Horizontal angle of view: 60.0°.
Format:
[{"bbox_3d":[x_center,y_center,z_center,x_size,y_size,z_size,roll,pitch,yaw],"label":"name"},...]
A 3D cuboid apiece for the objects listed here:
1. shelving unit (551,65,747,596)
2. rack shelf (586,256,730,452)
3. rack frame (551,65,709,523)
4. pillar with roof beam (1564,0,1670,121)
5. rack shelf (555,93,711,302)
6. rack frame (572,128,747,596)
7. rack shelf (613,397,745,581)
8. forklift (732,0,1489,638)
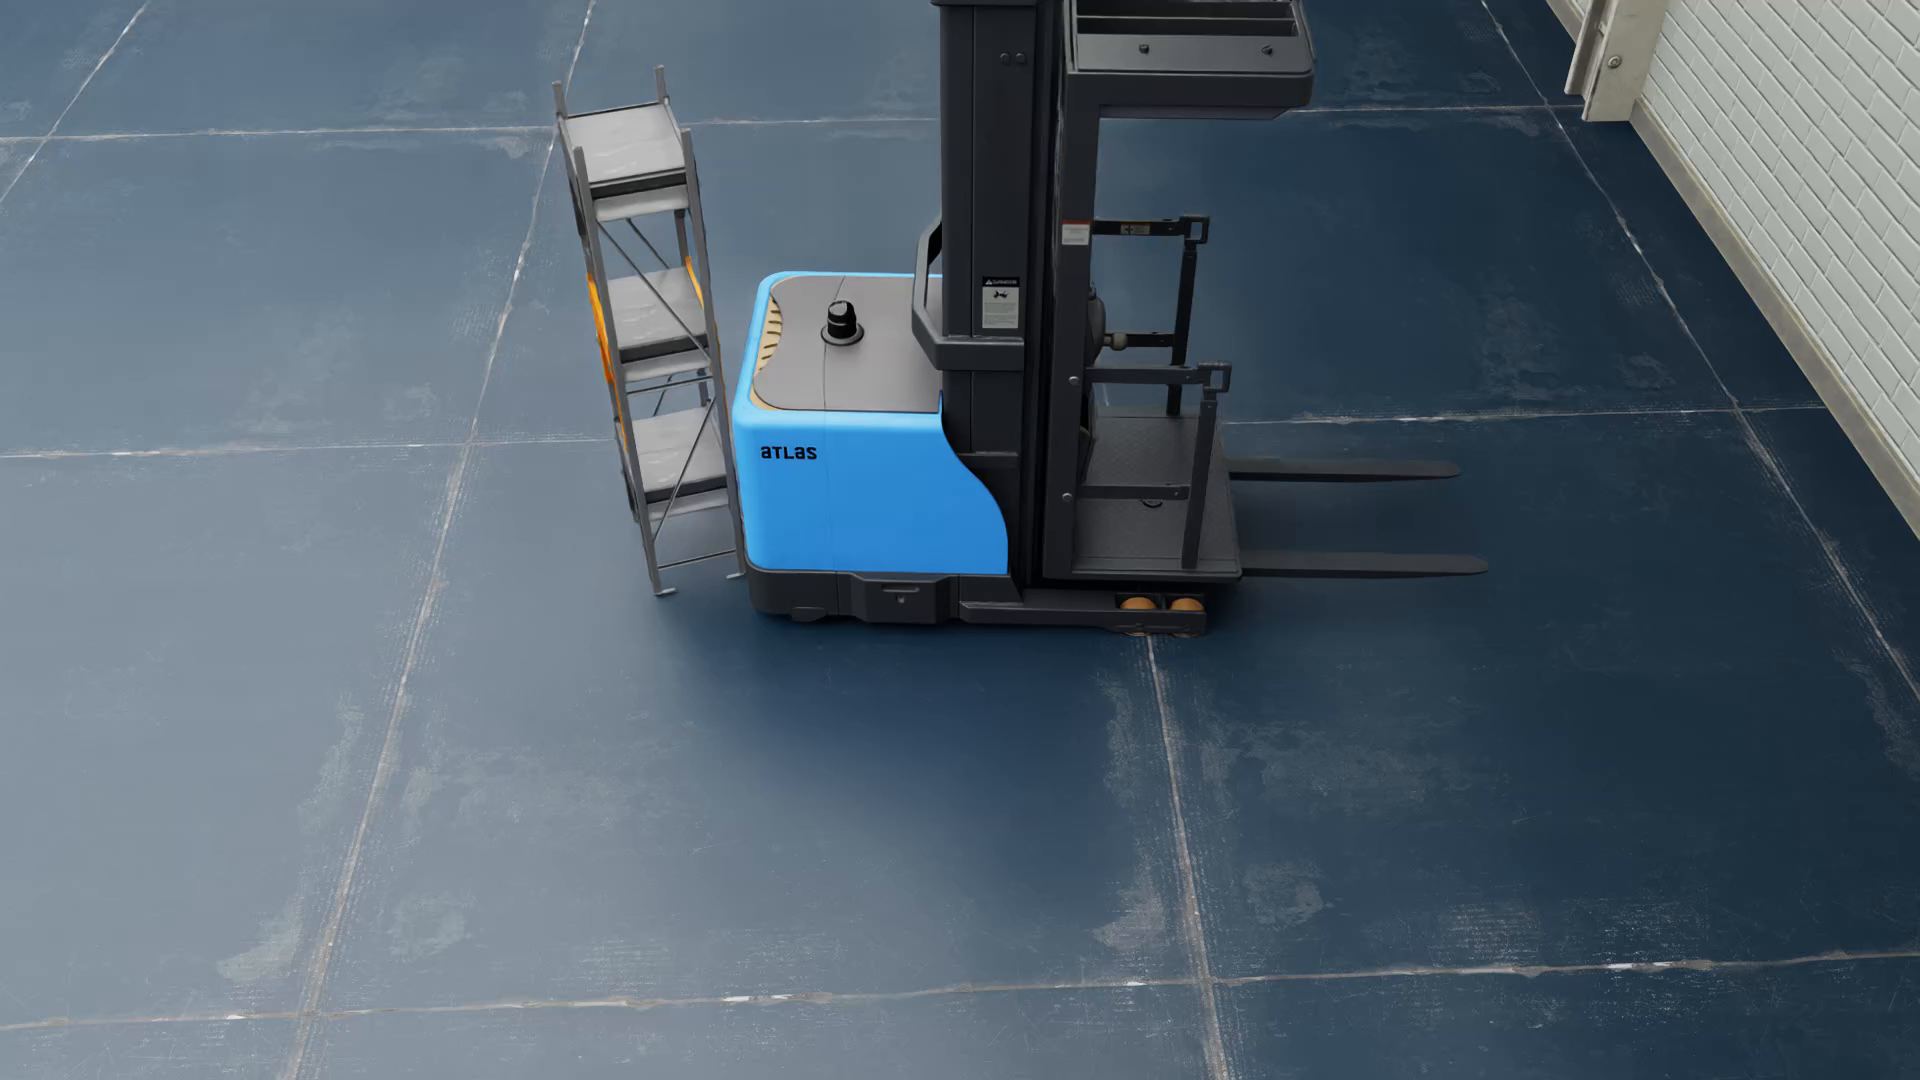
[{"bbox_3d":[-1.180,-0.740,6.501,0.431,2.100,0.503,-13,44,-13],"label":"shelving unit"},{"bbox_3d":[-1.180,-0.730,6.510,0.431,0.518,0.480,-13,44,-13],"label":"rack shelf"},{"bbox_3d":[-1.257,-0.897,6.672,0.400,2.100,0.015,-13,44,-13],"label":"rack frame"},{"bbox_3d":[-0.404,-5.848,6.971,9.100,9.000,0.400,-2,43,-2],"label":"pillar with roof beam"},{"bbox_3d":[-1.184,-1.245,6.036,0.431,0.518,0.480,-13,44,-13],"label":"rack shelf"},{"bbox_3d":[-1.103,-0.584,6.330,0.400,2.100,0.015,-13,44,-13],"label":"rack frame"},{"bbox_3d":[-1.175,-0.215,6.984,0.431,0.518,0.480,-13,44,-13],"label":"rack shelf"},{"bbox_3d":[0.657,-1.049,6.225,3.031,2.935,1.130,1,43,1],"label":"forklift"}]
